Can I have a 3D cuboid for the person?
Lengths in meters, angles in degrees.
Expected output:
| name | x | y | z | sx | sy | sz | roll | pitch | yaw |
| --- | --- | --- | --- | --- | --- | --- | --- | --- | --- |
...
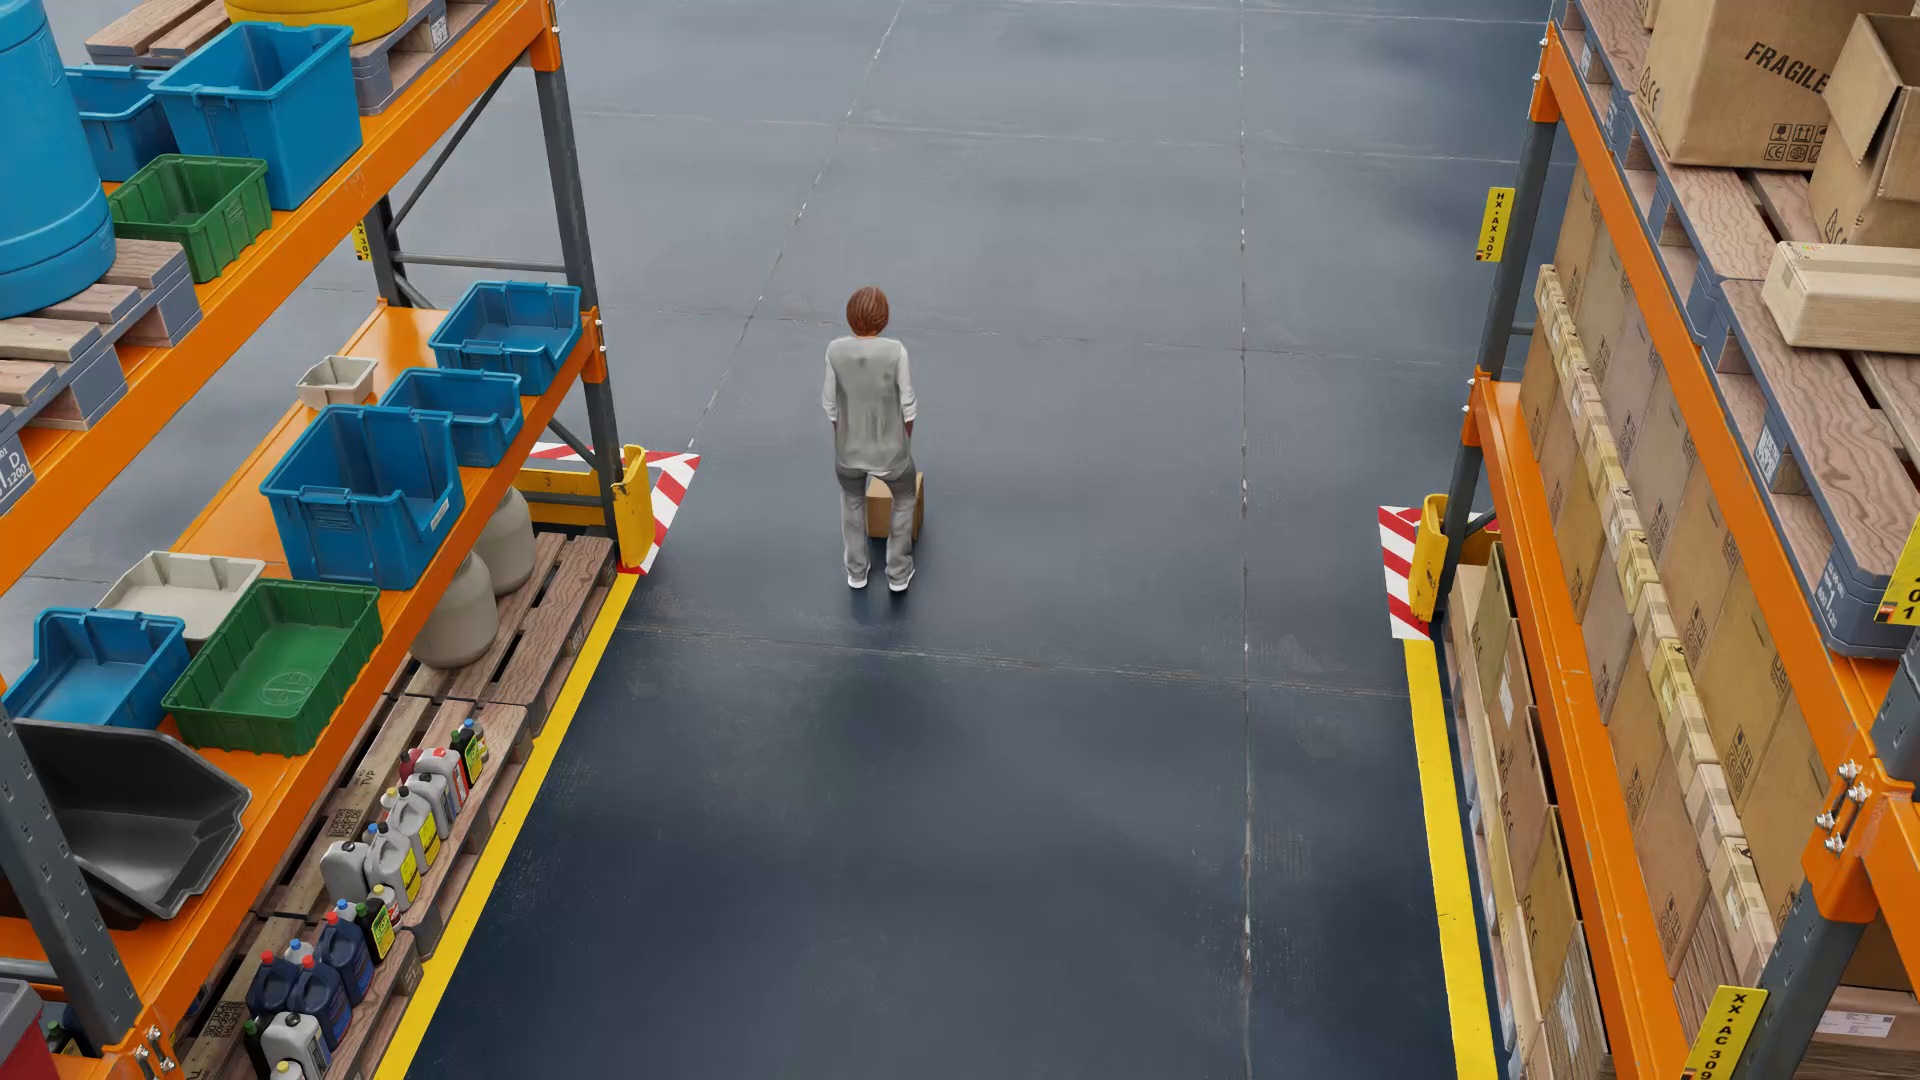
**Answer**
| name | x | y | z | sx | sy | sz | roll | pitch | yaw |
| --- | --- | --- | --- | --- | --- | --- | --- | --- | --- |
| person | -0.419 | -0.426 | 7.699 | 0.437 | 1.511 | 0.436 | 5 | 37 | 7 |
